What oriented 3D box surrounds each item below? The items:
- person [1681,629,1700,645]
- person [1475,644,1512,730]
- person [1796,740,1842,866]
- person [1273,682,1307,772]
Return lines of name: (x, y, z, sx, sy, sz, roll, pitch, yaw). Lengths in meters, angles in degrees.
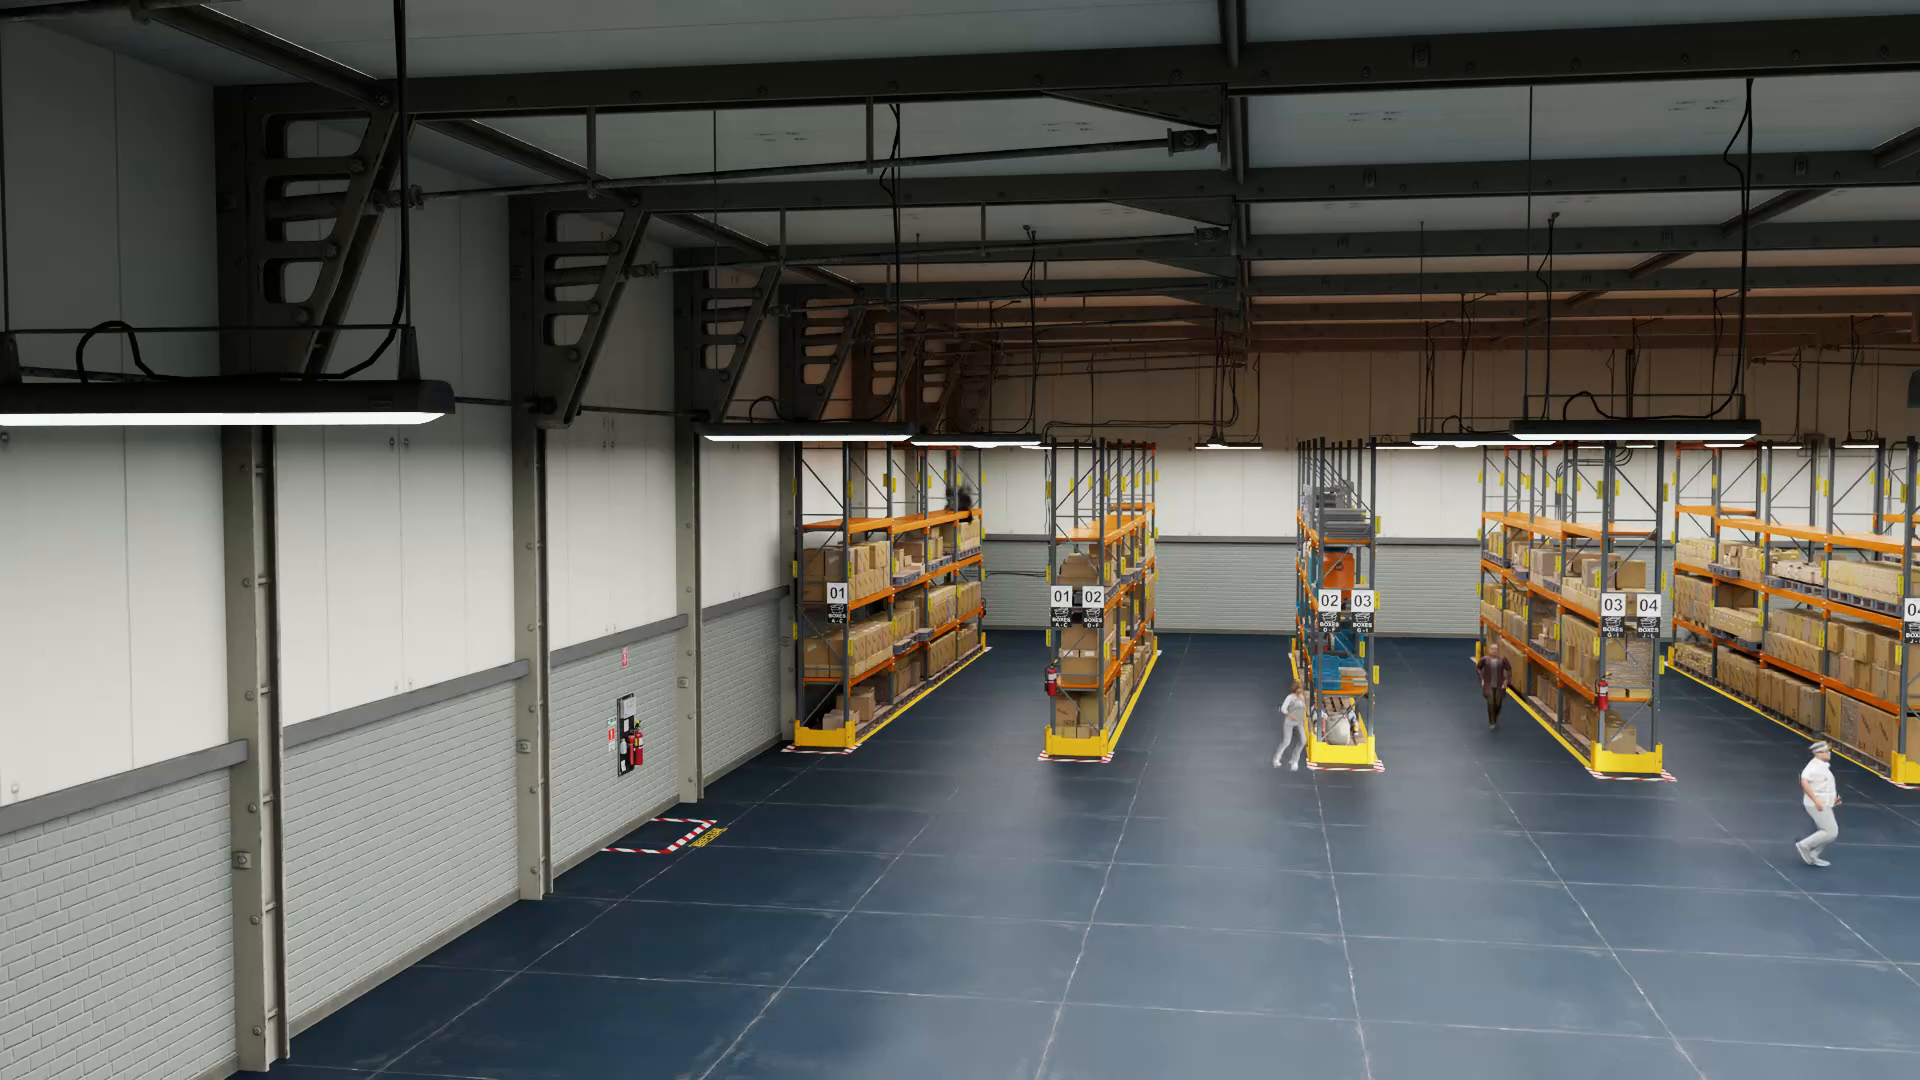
person: (20.213, 2.479, 45.777, 0.668, 1.701, 0.672, 3, 4, 44)
person: (11.091, 3.030, 34.561, 0.731, 1.755, 0.803, 1, 3, 14)
person: (11.881, 3.633, 22.955, 0.494, 1.747, 0.668, 2, 4, 37)
person: (6.035, 3.353, 30.048, 0.605, 1.590, 0.620, -1, 3, -26)
